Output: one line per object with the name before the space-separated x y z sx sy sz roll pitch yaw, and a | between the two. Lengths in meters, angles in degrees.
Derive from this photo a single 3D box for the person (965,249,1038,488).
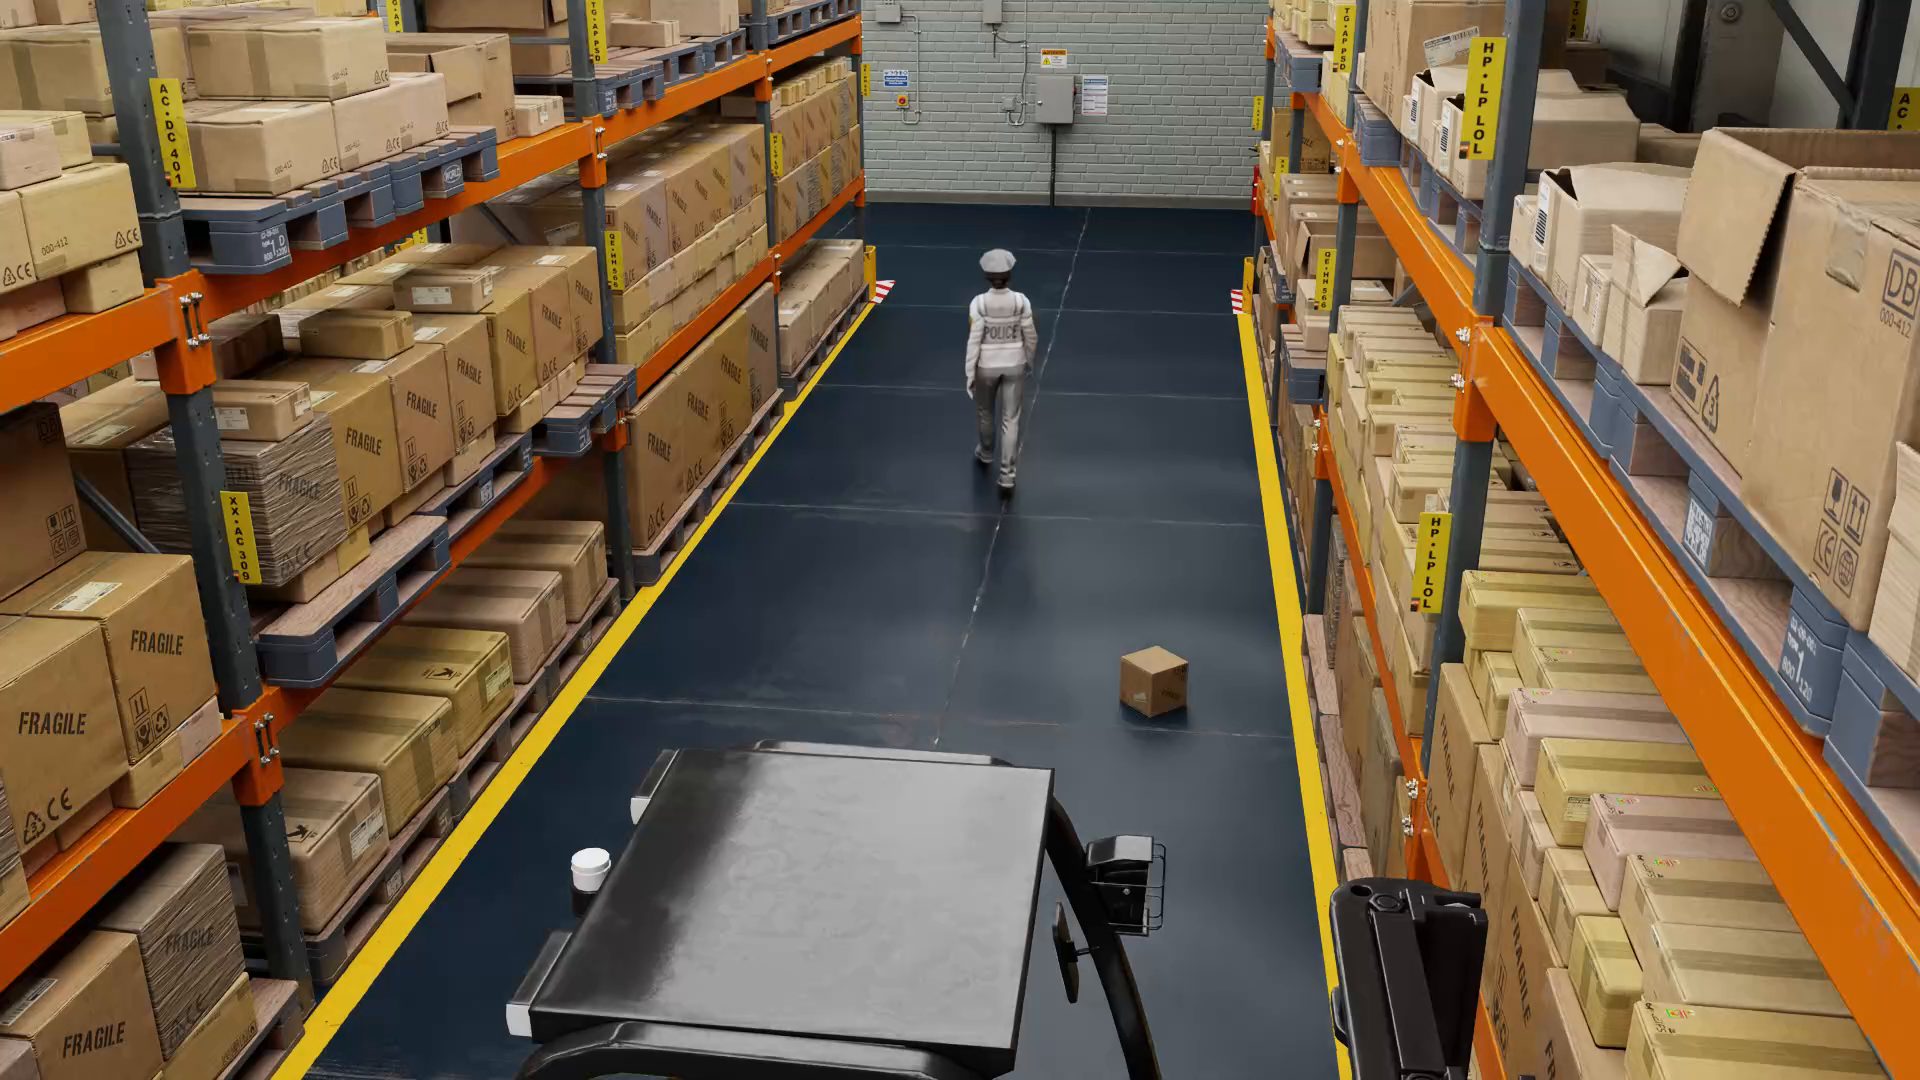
person | 0.288 -1.243 11.715 0.514 1.633 0.994 0 21 -1
